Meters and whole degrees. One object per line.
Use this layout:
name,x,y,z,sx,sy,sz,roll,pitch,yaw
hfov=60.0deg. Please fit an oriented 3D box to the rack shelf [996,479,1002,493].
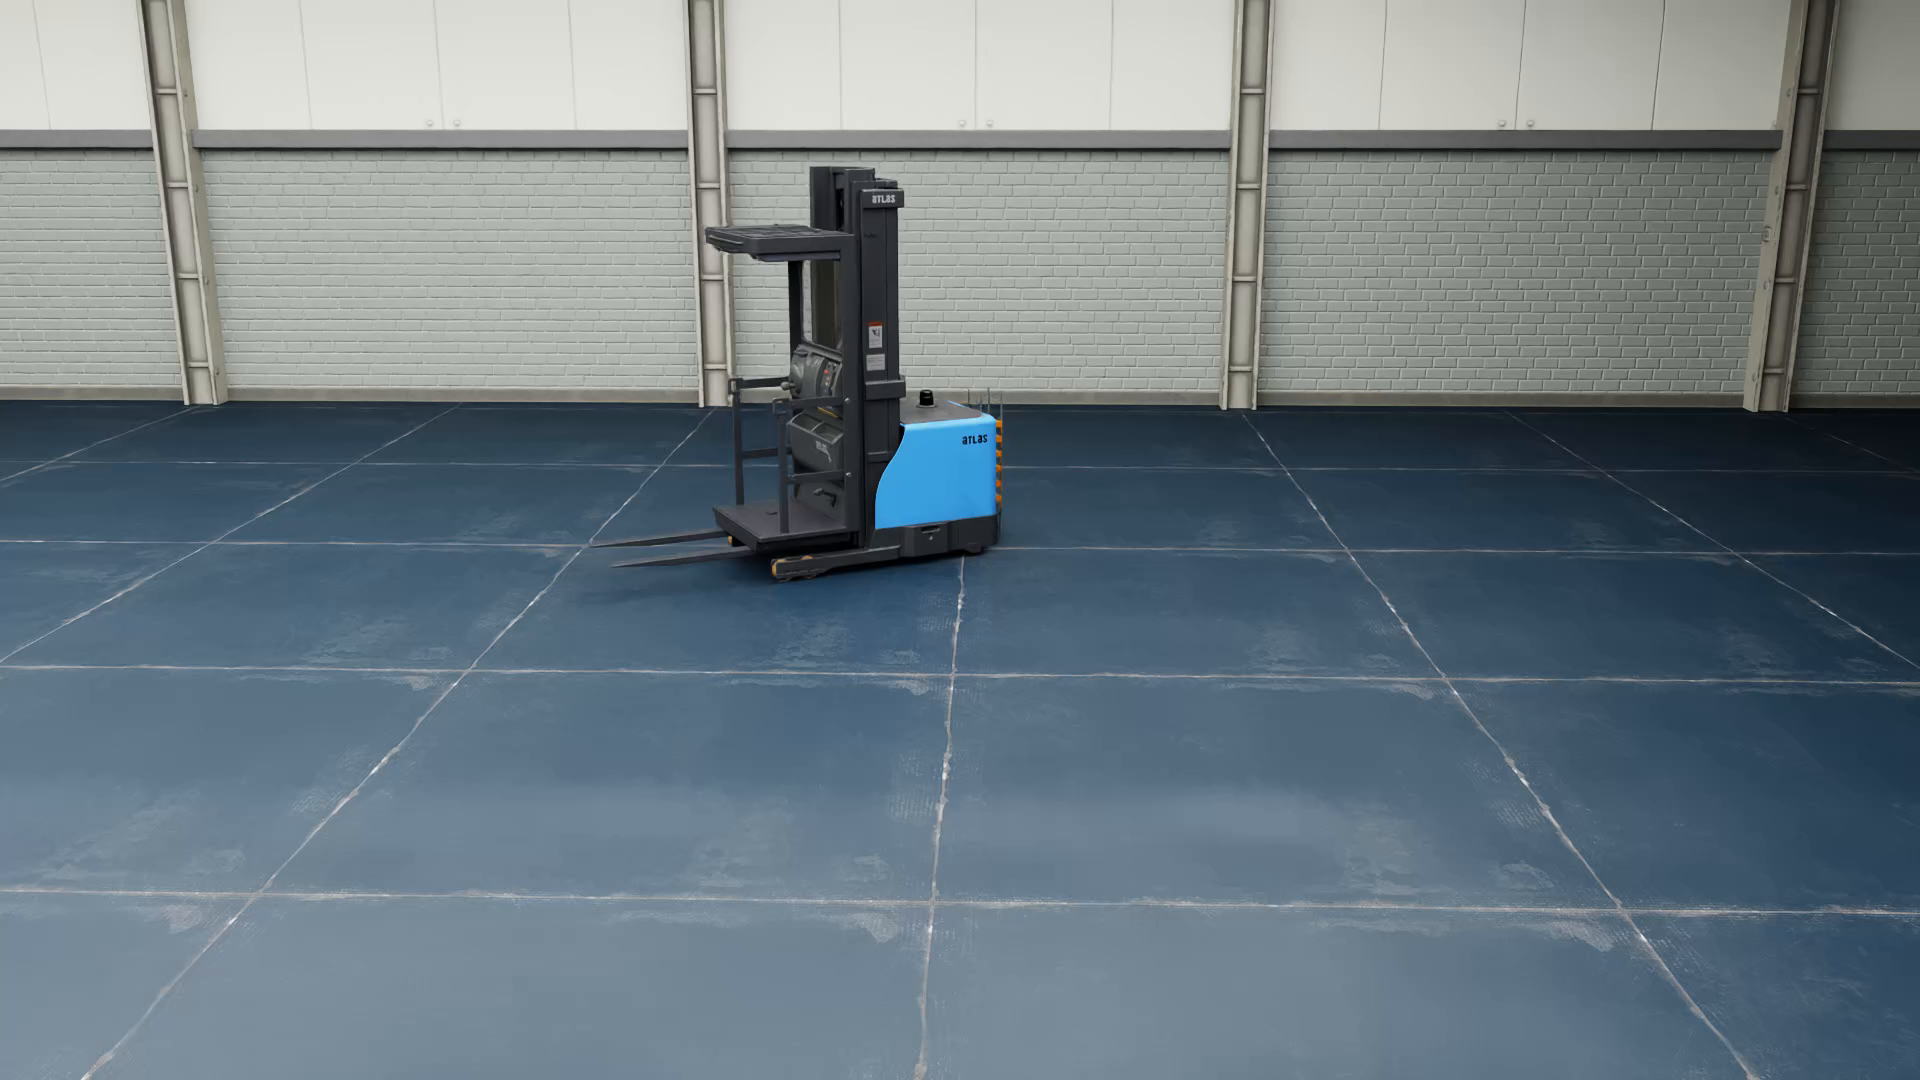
rack shelf,0.196,-0.447,13.323,0.180,0.103,0.258,-7,17,-26

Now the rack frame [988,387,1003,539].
rack frame,0.278,-0.616,13.321,0.006,1.200,0.240,-7,17,-26

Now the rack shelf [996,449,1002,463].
rack shelf,0.196,-0.678,13.261,0.180,0.103,0.258,-7,17,-26

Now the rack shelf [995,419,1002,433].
rack shelf,0.197,-0.910,13.199,0.180,0.103,0.258,-7,17,-26

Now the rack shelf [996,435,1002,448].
rack shelf,0.196,-0.794,13.230,0.180,0.103,0.258,-7,17,-26

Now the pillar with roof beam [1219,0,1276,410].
pillar with roof beam,3.084,-4.783,13.831,0.400,9.000,9.100,0,15,1

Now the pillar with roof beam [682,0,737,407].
pillar with roof beam,-2.914,-4.823,13.979,0.400,9.000,9.100,0,15,1

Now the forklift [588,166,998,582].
forklift,-1.262,-1.264,12.385,3.031,2.935,1.130,-7,16,-26

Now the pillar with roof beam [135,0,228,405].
pillar with roof beam,-8.912,-4.862,14.127,0.400,9.000,9.100,0,15,1

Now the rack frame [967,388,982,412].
rack frame,0.114,-0.595,13.241,0.006,1.200,0.240,-7,17,-26

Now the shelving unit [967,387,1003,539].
shelving unit,0.196,-0.605,13.281,0.189,1.200,0.258,-7,17,-26

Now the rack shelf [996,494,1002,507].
rack shelf,0.196,-0.331,13.354,0.180,0.103,0.258,-7,17,-26

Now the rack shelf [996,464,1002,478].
rack shelf,0.196,-0.563,13.292,0.180,0.103,0.258,-7,17,-26

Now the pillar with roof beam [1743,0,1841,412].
pillar with roof beam,9.082,-4.744,13.683,0.400,9.000,9.100,0,15,1
